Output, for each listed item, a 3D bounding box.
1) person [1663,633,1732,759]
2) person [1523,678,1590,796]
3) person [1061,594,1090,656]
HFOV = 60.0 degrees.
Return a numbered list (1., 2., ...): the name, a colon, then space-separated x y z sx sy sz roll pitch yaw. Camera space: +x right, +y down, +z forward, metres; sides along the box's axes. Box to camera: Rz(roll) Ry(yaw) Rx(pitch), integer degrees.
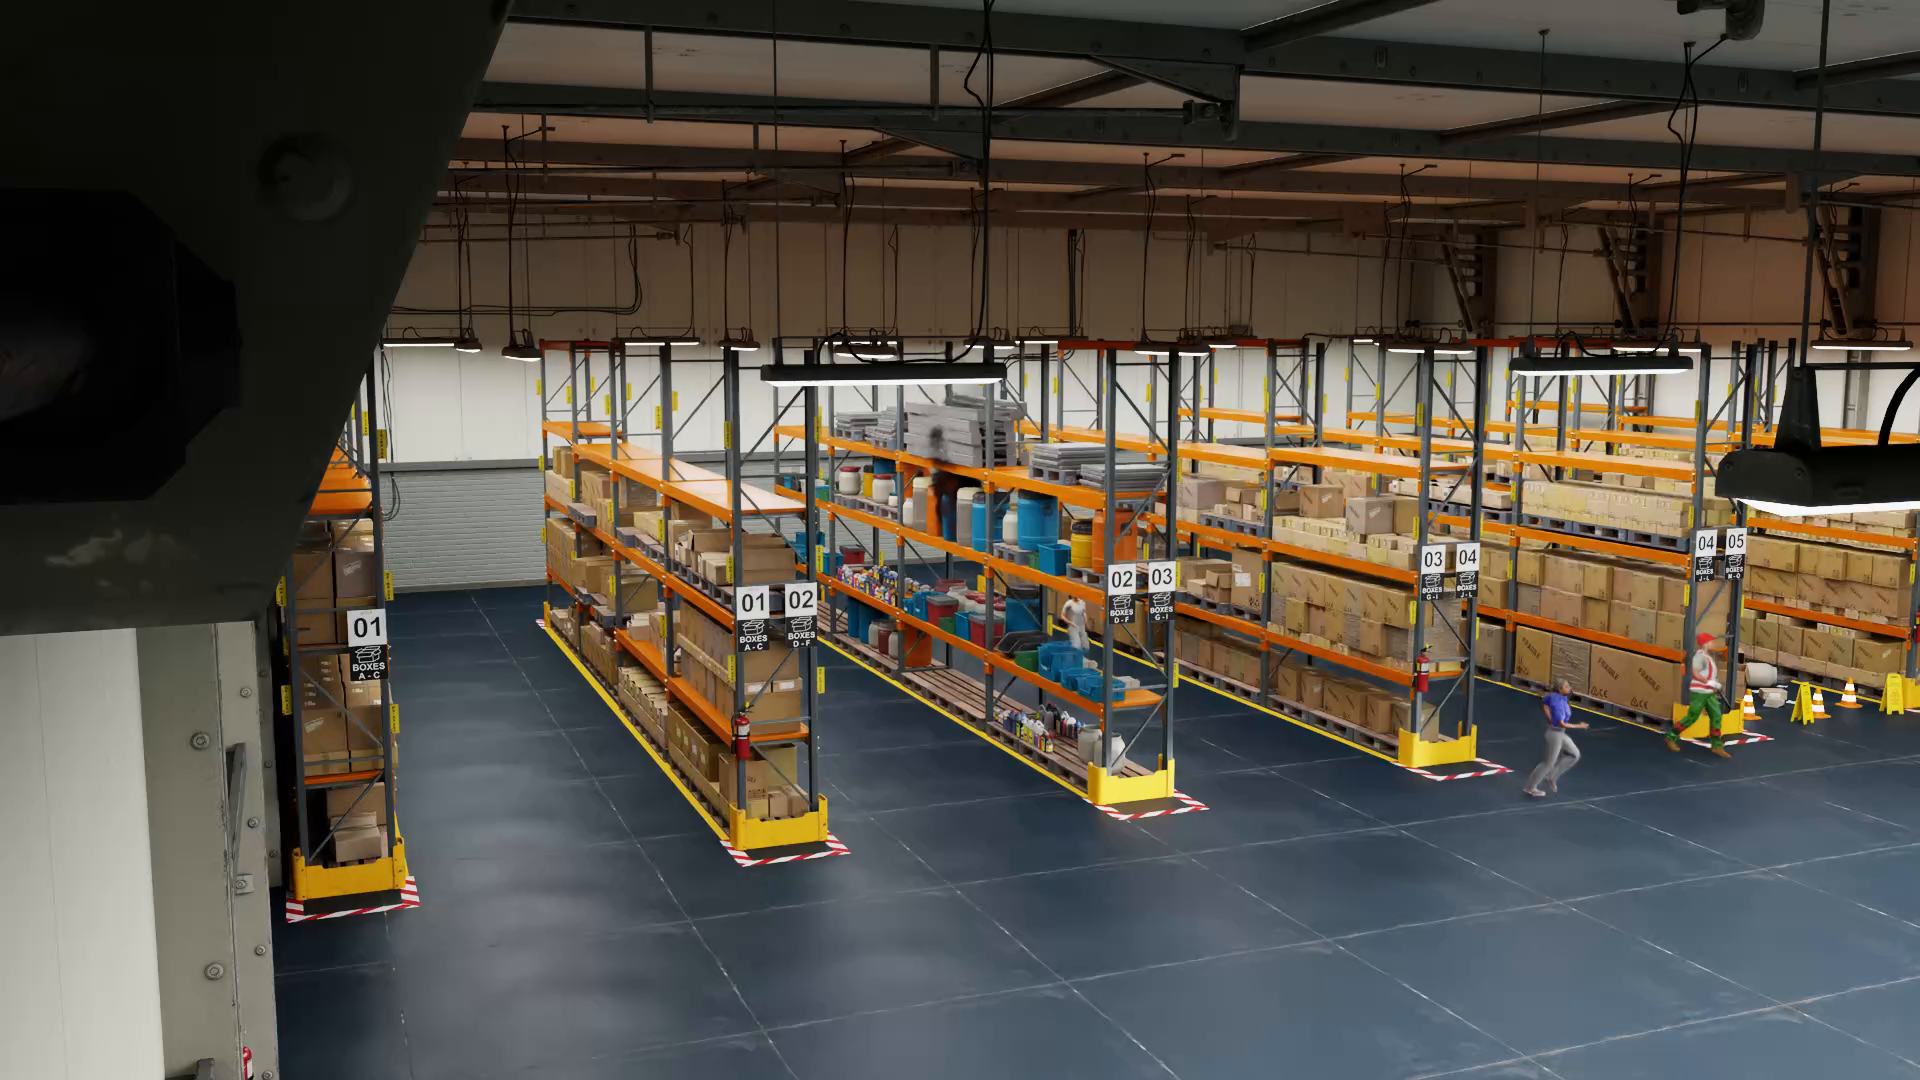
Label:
1. person: 10.969 2.262 24.514 0.934 1.782 0.719 6 10 39
2. person: 7.995 2.629 22.256 0.800 1.609 0.595 3 8 23
3. person: 2.079 1.624 30.049 0.561 1.619 0.591 -4 9 -30
